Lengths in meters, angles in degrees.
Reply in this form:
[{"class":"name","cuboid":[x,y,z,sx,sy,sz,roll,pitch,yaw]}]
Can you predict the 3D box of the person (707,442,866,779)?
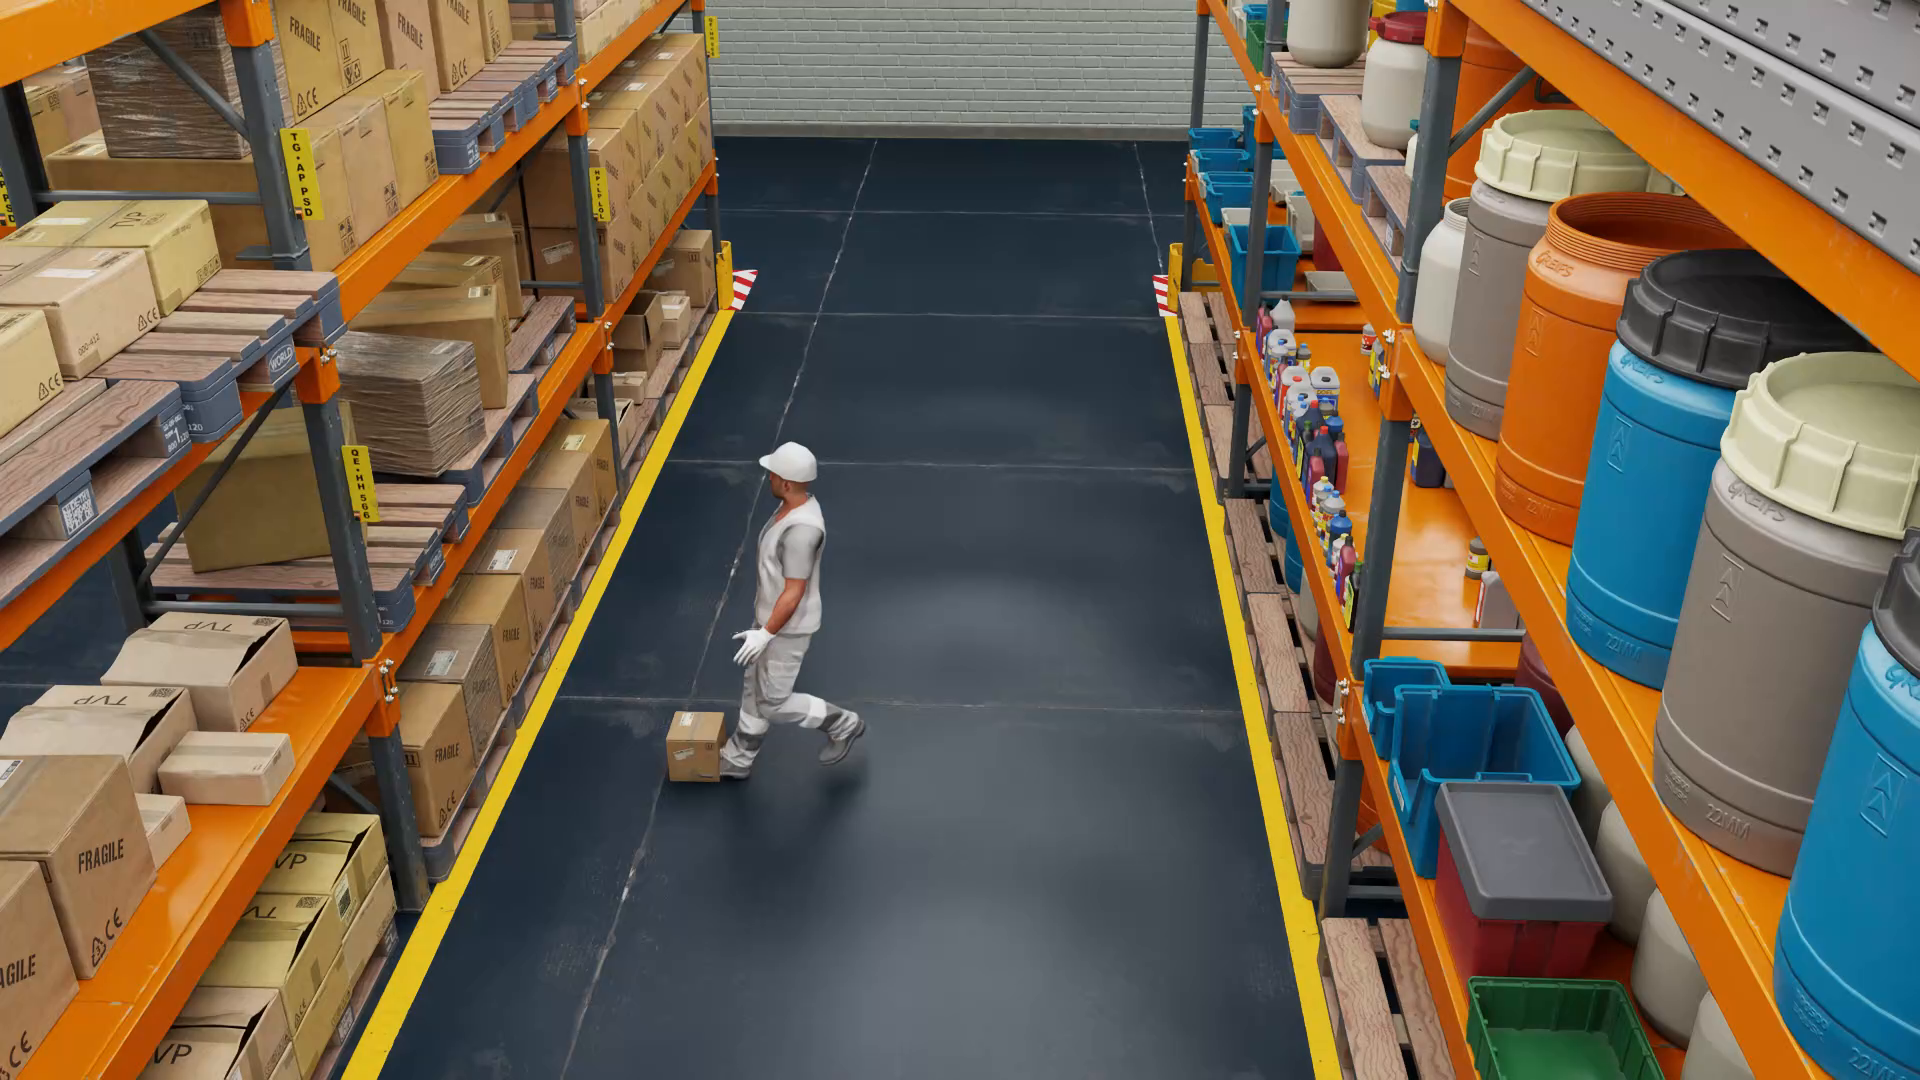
[{"class":"person","cuboid":[-0.901,0.386,7.893,0.879,1.752,0.631,-5,28,-9]}]
